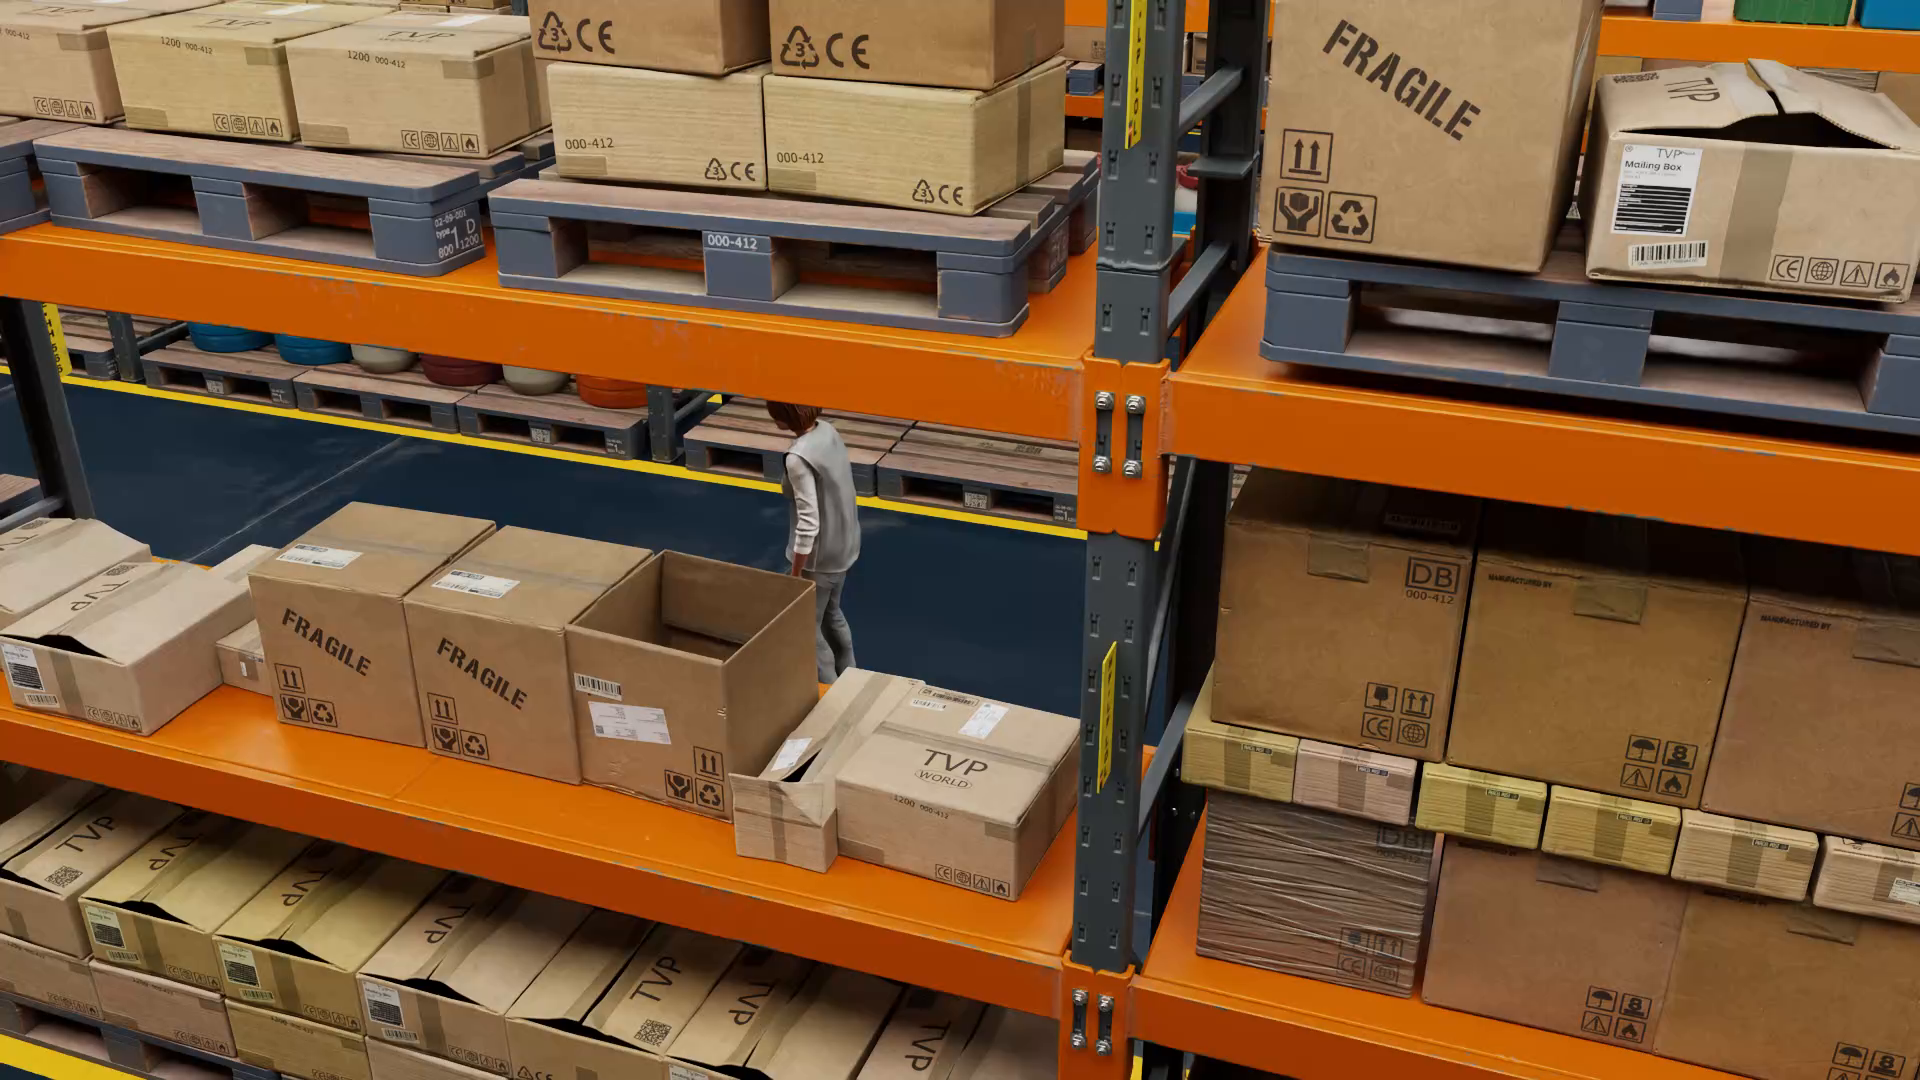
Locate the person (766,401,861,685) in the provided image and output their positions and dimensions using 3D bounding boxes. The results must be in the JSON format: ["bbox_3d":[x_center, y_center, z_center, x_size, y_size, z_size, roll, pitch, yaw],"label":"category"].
[{"bbox_3d":[-0.598,0.062,6.999,0.346,1.593,0.484,7,27,14],"label":"person"}]
